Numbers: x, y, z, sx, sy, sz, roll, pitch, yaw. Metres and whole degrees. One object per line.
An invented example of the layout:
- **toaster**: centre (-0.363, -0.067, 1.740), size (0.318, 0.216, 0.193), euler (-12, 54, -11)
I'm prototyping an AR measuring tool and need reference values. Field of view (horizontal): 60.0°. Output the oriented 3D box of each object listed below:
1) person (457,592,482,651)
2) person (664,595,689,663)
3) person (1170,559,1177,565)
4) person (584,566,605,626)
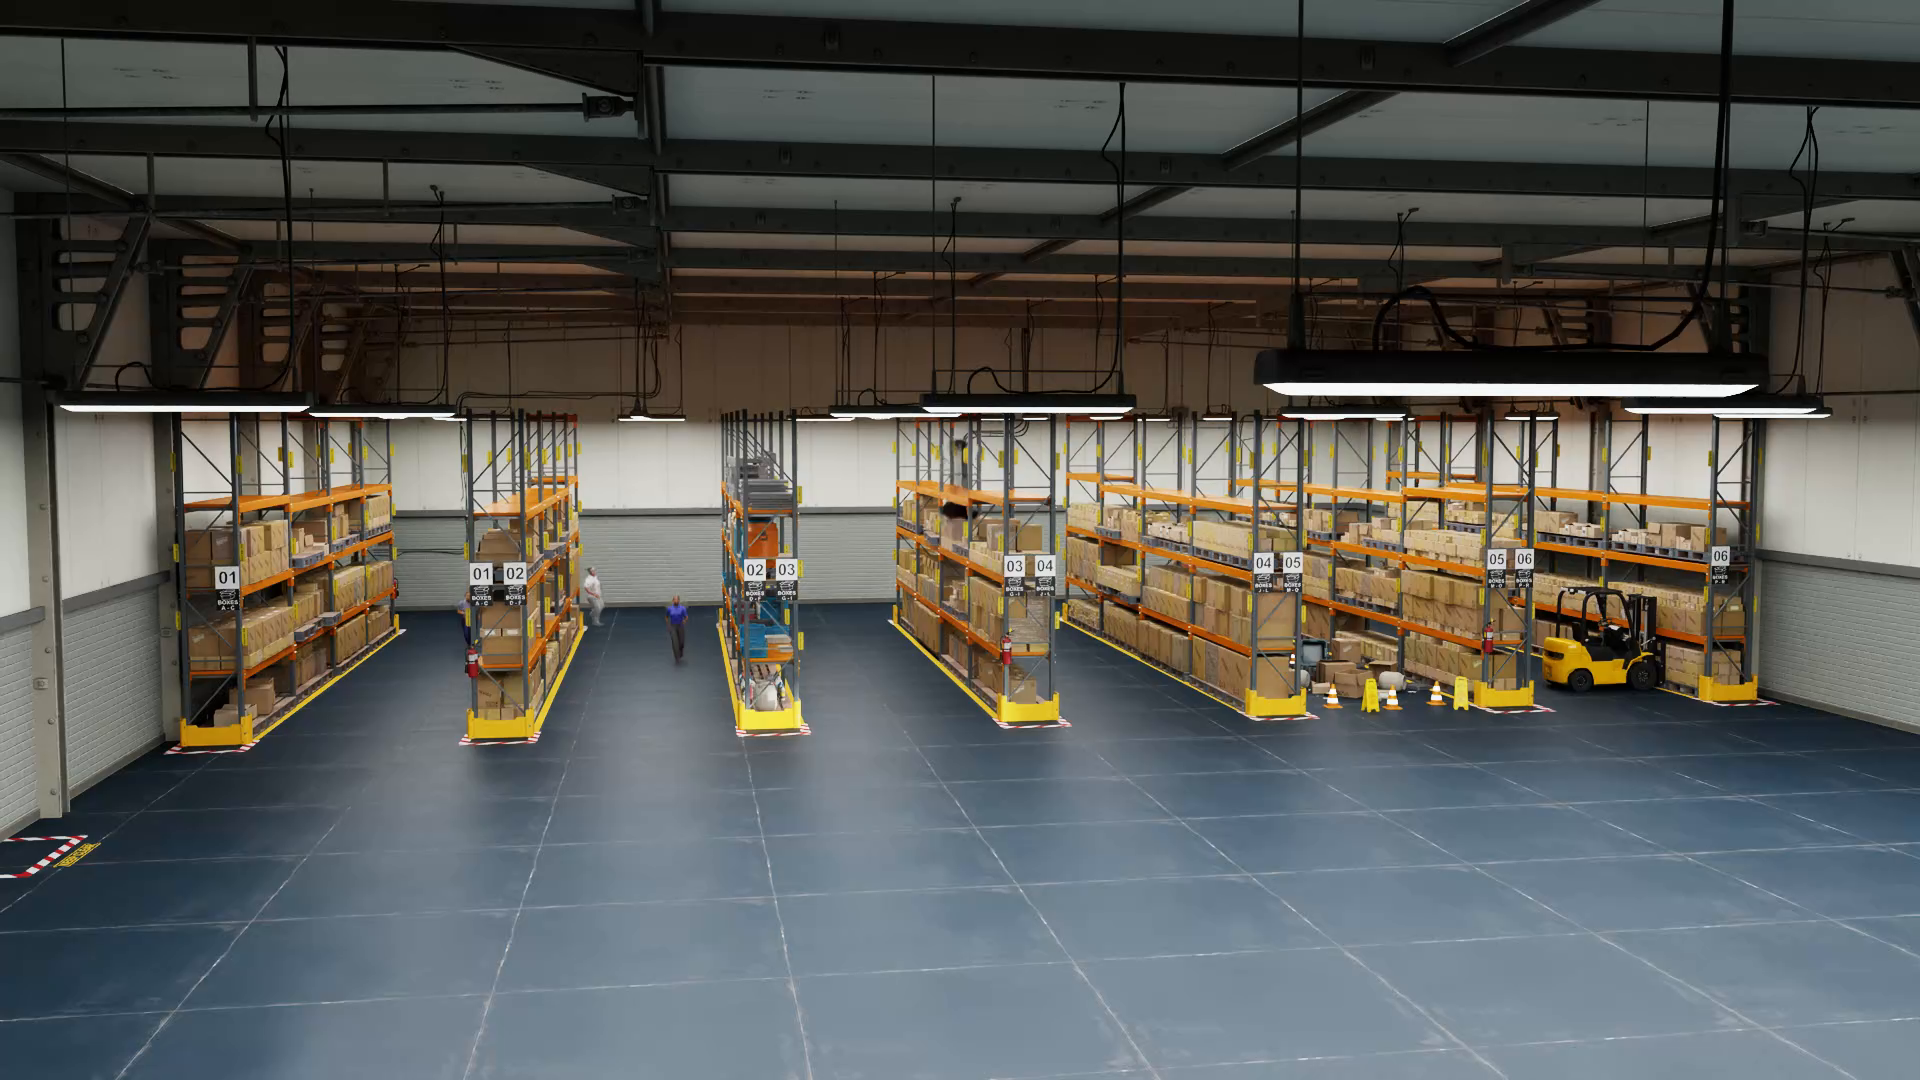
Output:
- **person**: centre (-12.204, 2.055, 41.419), size (0.593, 1.573, 0.710), euler (-1, 4, -12)
- **person**: centre (-6.805, 2.129, 39.933), size (0.572, 1.611, 0.647), euler (-1, 4, -10)
- **person**: centre (6.467, 1.362, 50.462), size (0.593, 1.677, 0.639), euler (-1, 4, -9)
- **person**: centre (-10.411, 1.580, 47.174), size (0.572, 1.721, 0.746), euler (1, 4, 19)
